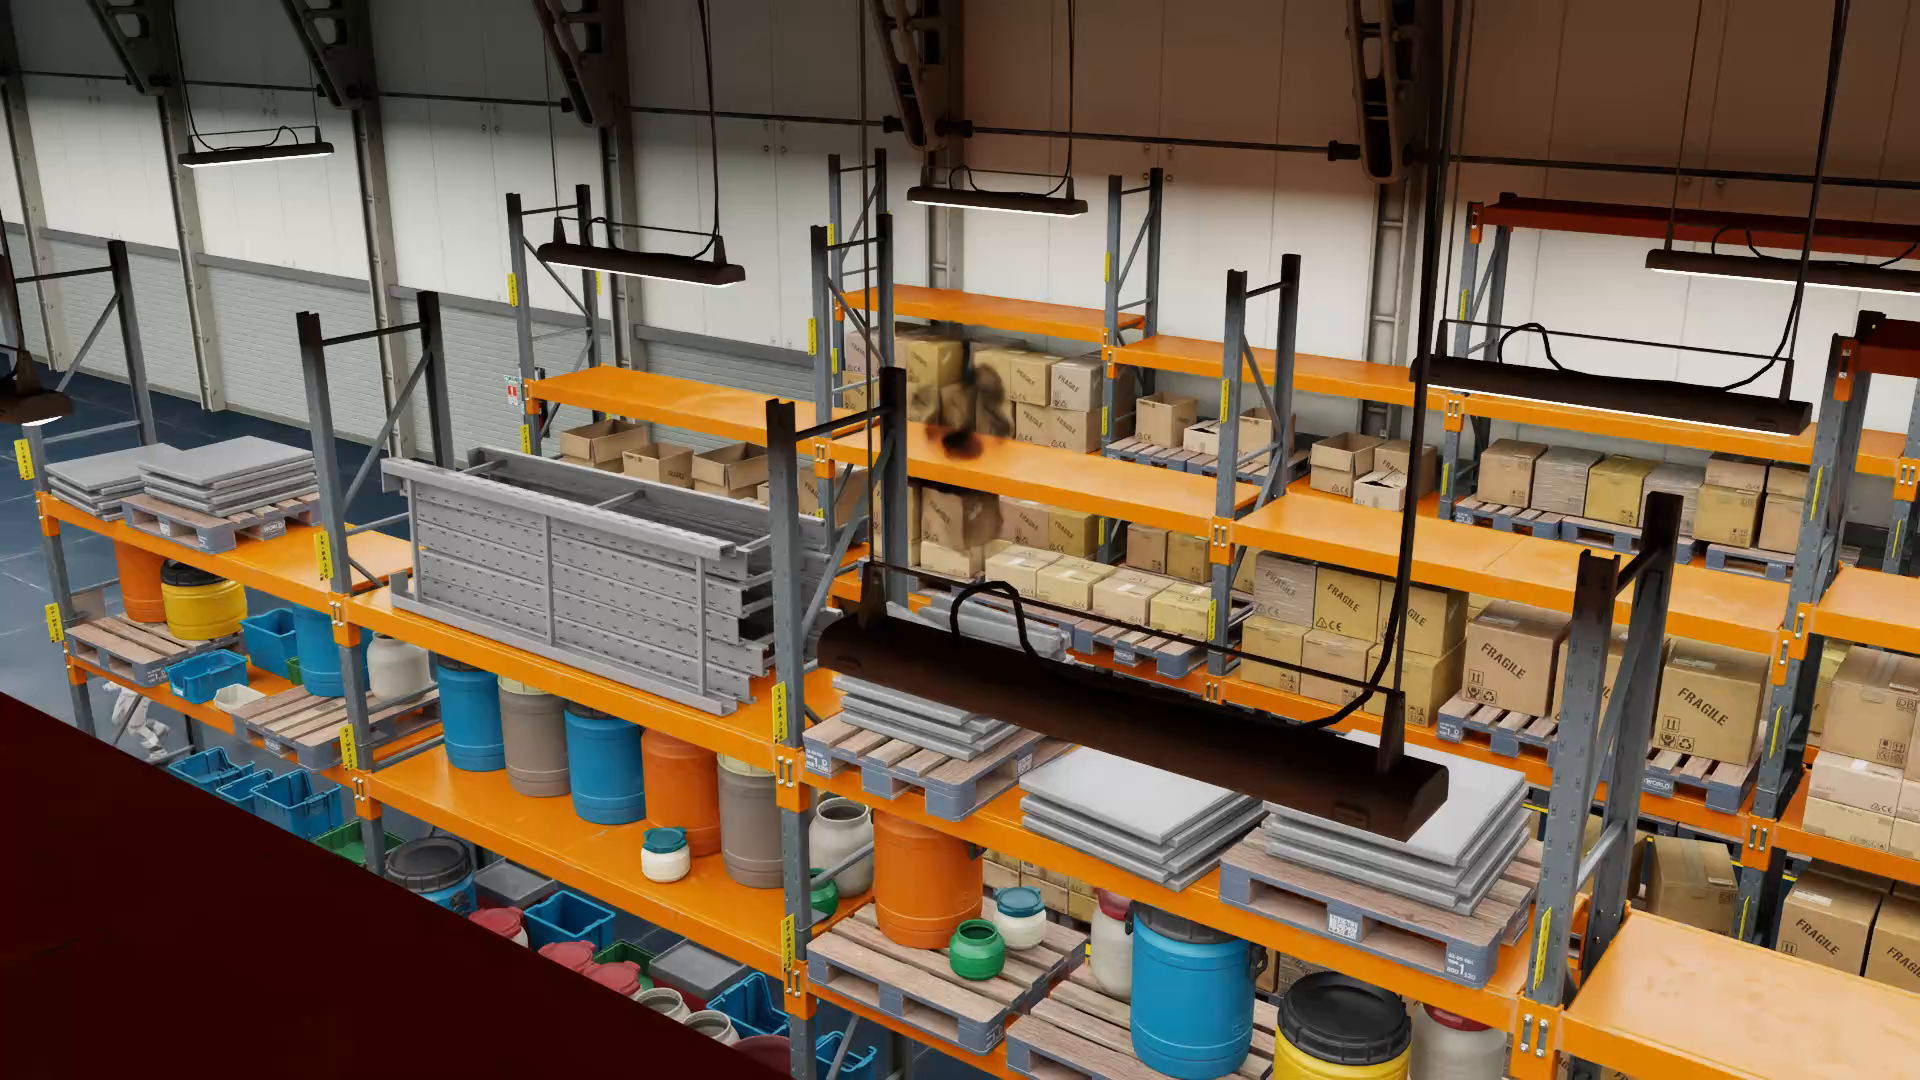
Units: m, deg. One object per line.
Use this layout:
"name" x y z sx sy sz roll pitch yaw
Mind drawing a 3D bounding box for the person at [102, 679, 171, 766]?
"person" -8.751 1.594 17.621 0.580 1.737 0.666 -10 21 -28
